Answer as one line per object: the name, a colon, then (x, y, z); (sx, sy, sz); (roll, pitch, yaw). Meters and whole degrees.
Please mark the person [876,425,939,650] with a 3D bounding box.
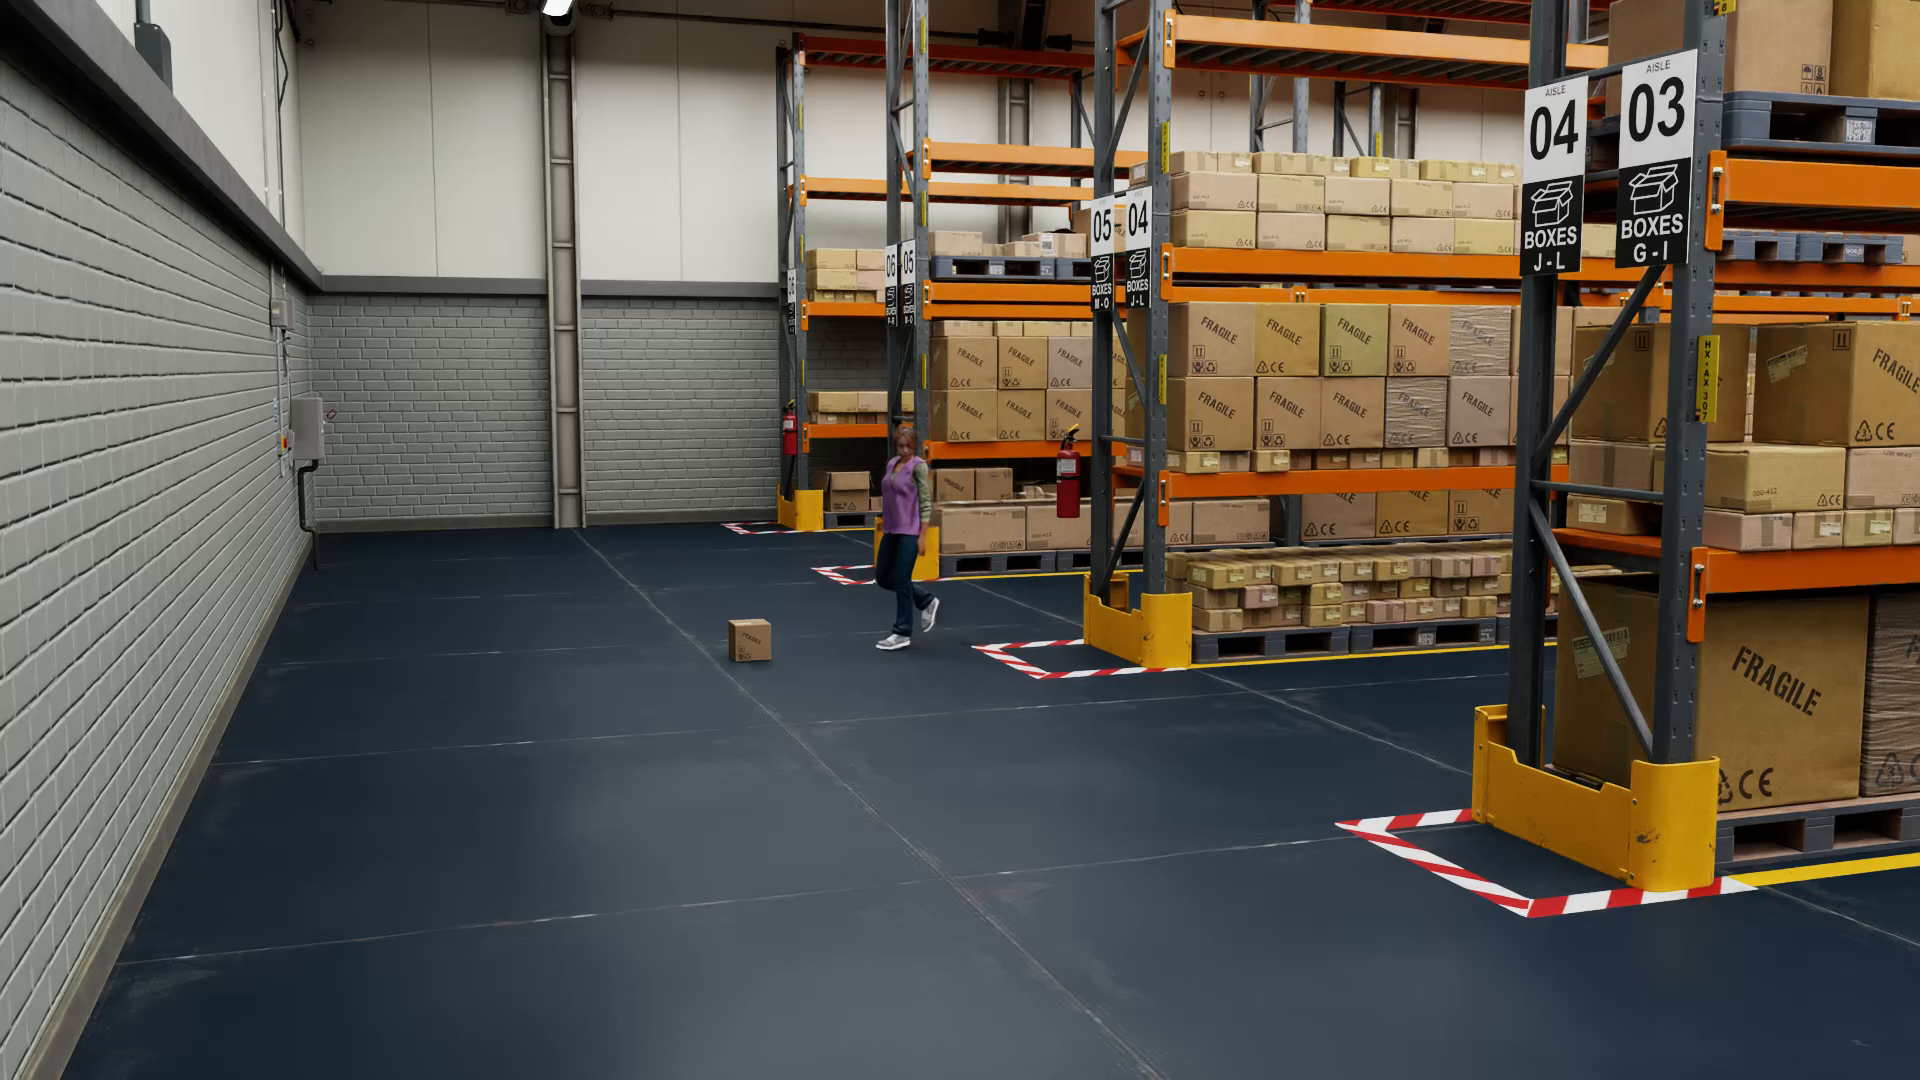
person: (-0.362, -0.023, 11.934); (0.589, 1.589, 0.427); (-5, 8, -37)
